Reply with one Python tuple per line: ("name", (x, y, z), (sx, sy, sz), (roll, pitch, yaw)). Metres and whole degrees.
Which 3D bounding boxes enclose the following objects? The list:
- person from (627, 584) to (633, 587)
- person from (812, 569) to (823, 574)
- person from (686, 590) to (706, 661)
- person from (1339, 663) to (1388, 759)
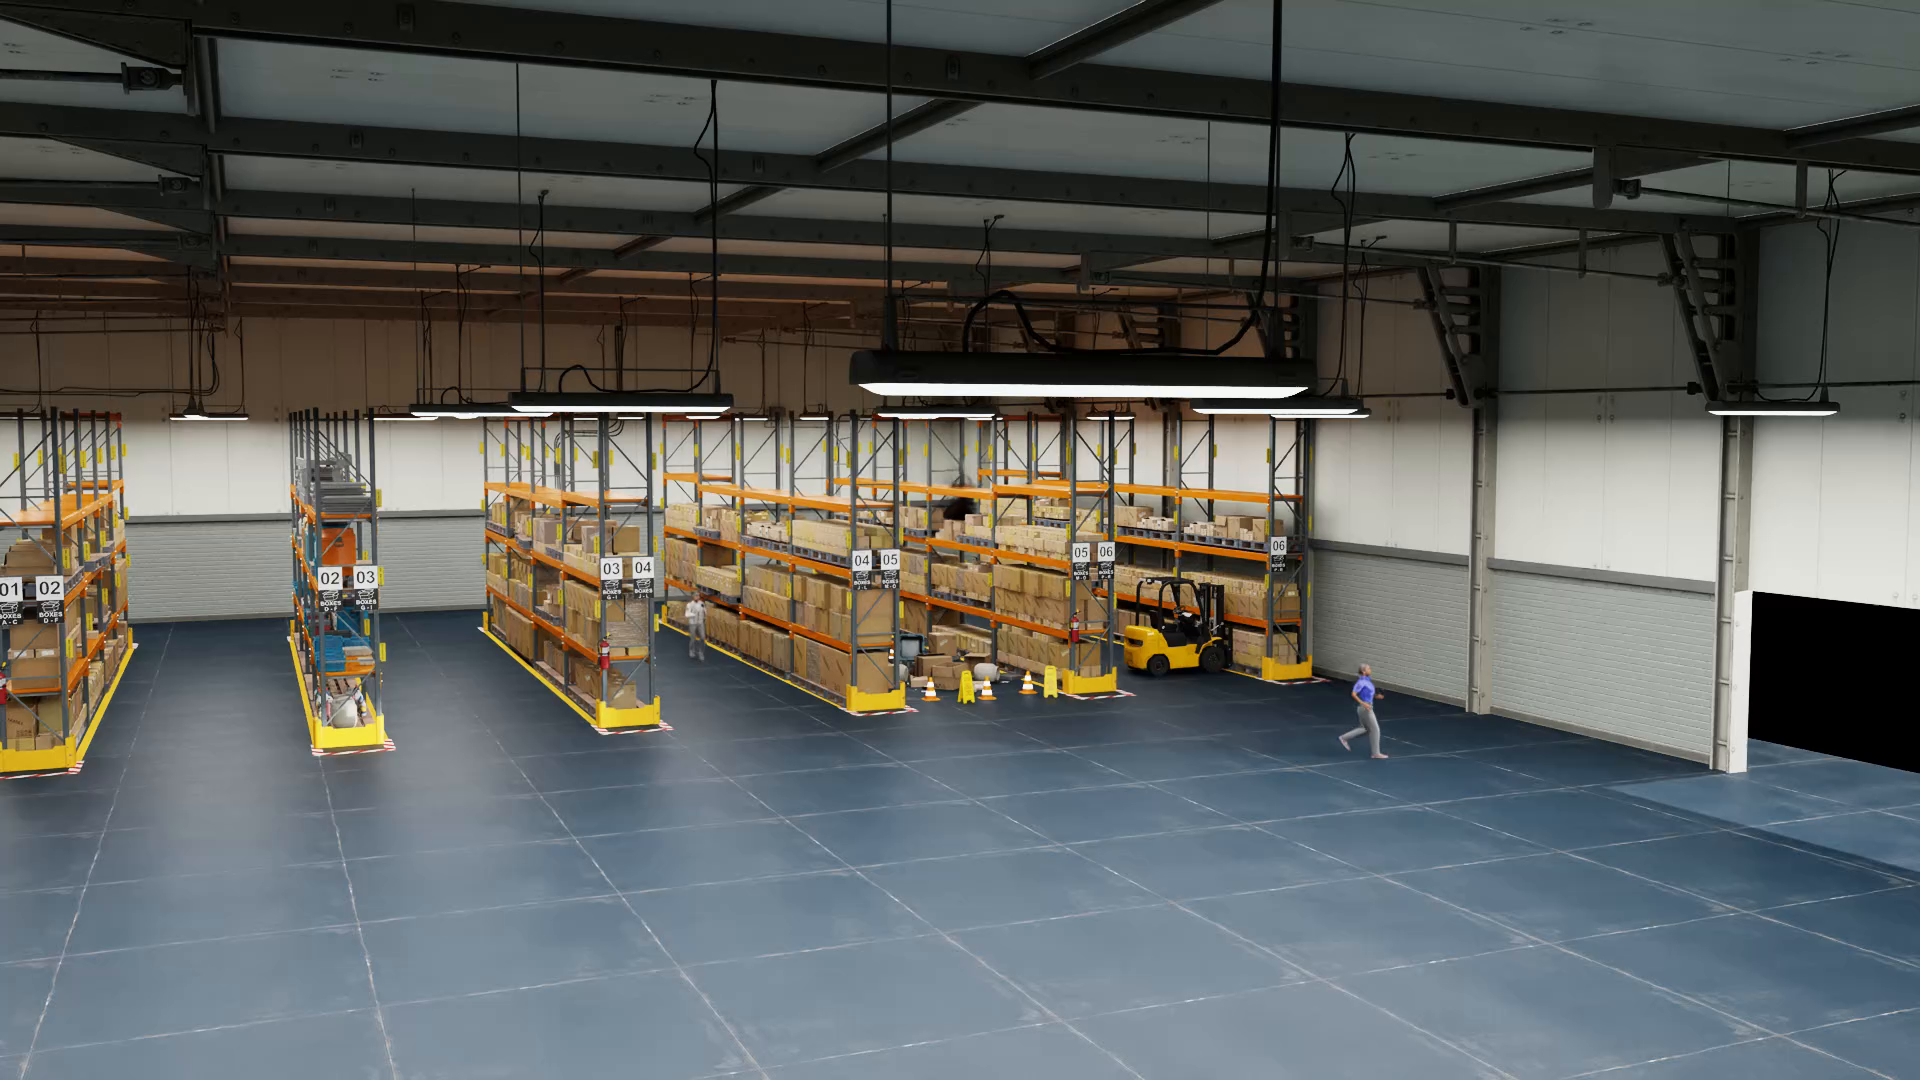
("person", (-9.024, 1.711, 45.855), (0.567, 1.638, 0.650), (-2, 4, -24))
("person", (-4.345, 1.277, 51.191), (0.893, 1.733, 0.754), (0, 4, -1))
("person", (-6.379, 2.064, 40.307), (0.561, 1.726, 0.753), (-2, 4, -24))
("person", (6.902, 2.917, 28.441), (0.850, 1.613, 0.588), (1, 4, 20))
